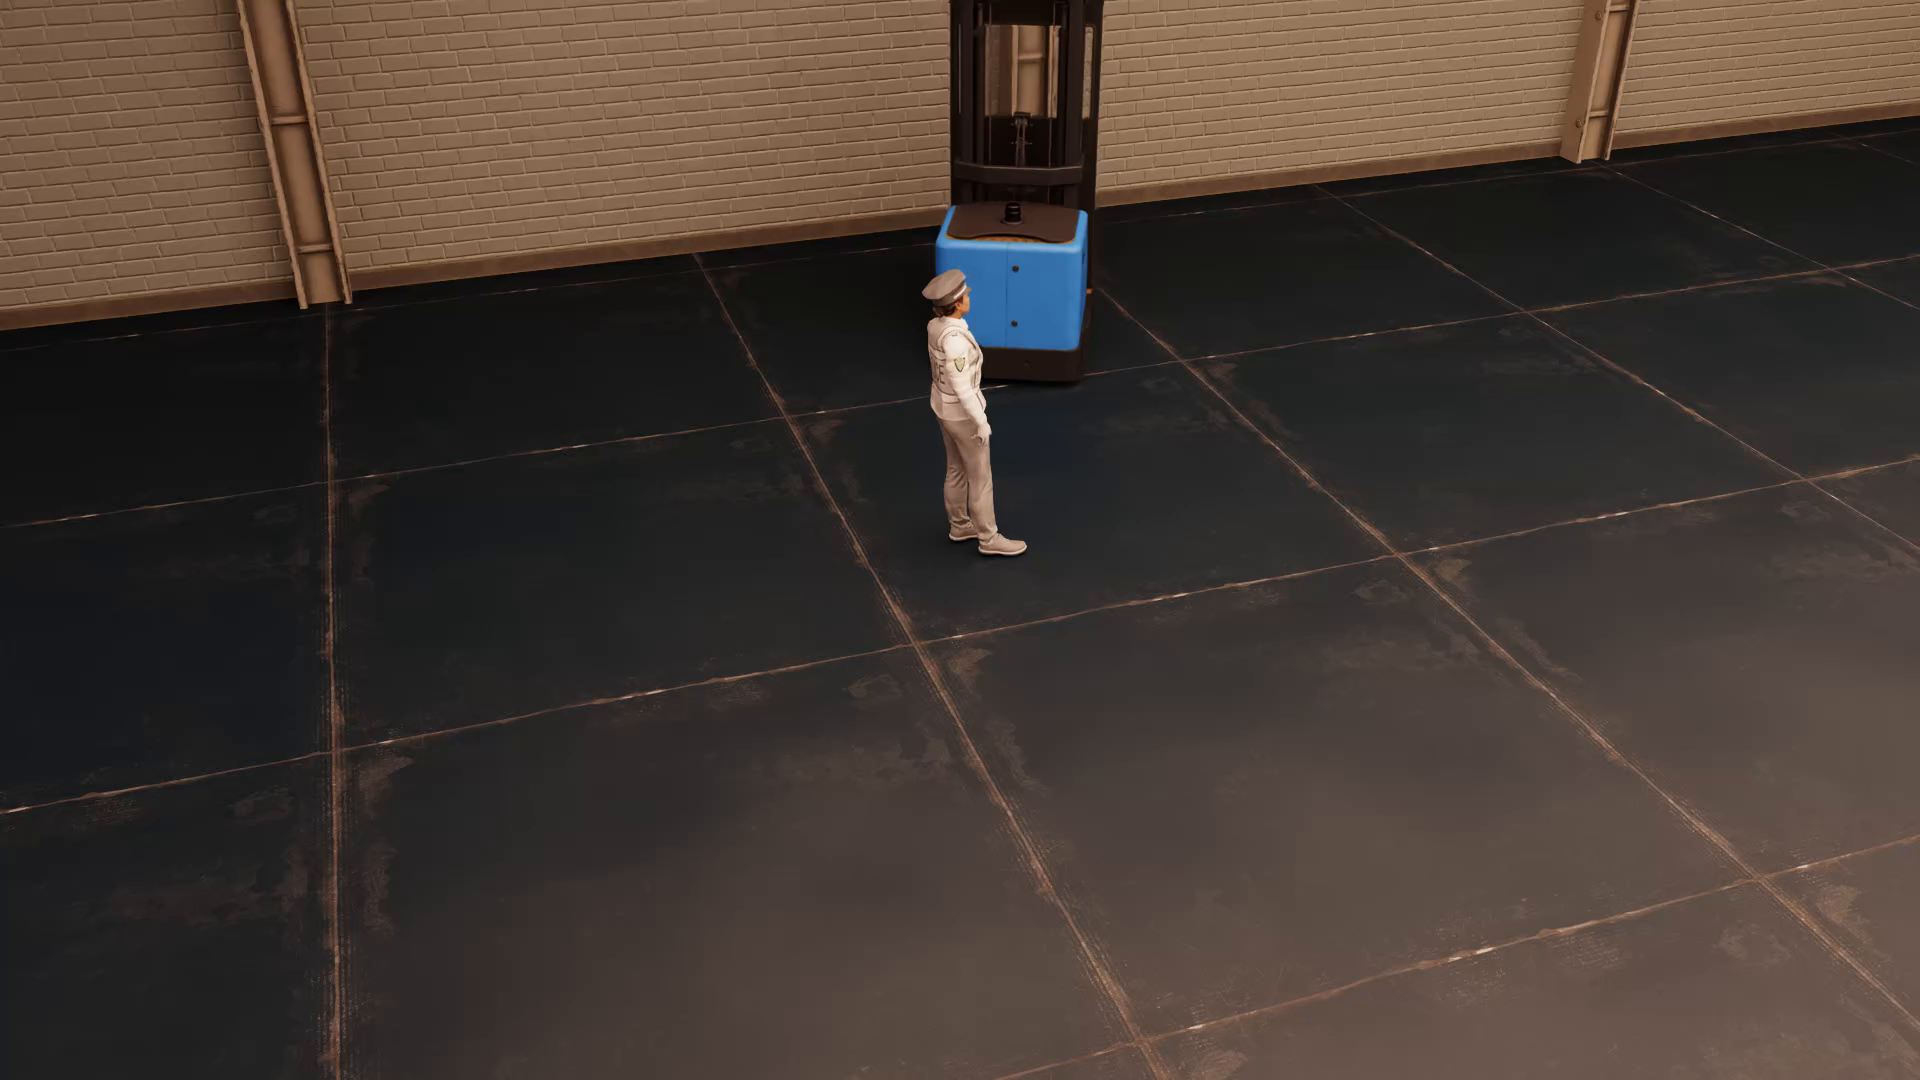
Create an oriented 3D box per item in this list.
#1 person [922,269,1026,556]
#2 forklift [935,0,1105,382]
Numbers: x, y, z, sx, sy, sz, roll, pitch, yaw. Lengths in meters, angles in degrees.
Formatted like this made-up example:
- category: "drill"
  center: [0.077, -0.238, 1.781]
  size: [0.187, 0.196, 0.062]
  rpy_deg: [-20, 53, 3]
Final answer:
- category: "person"
  center: [0.067, -0.749, 9.613]
  size: [0.531, 1.695, 0.588]
  rpy_deg: [-10, 31, -16]
- category: "forklift"
  center: [0.502, -3.106, 12.485]
  size: [1.130, 2.935, 3.031]
  rpy_deg: [3, 30, 6]
